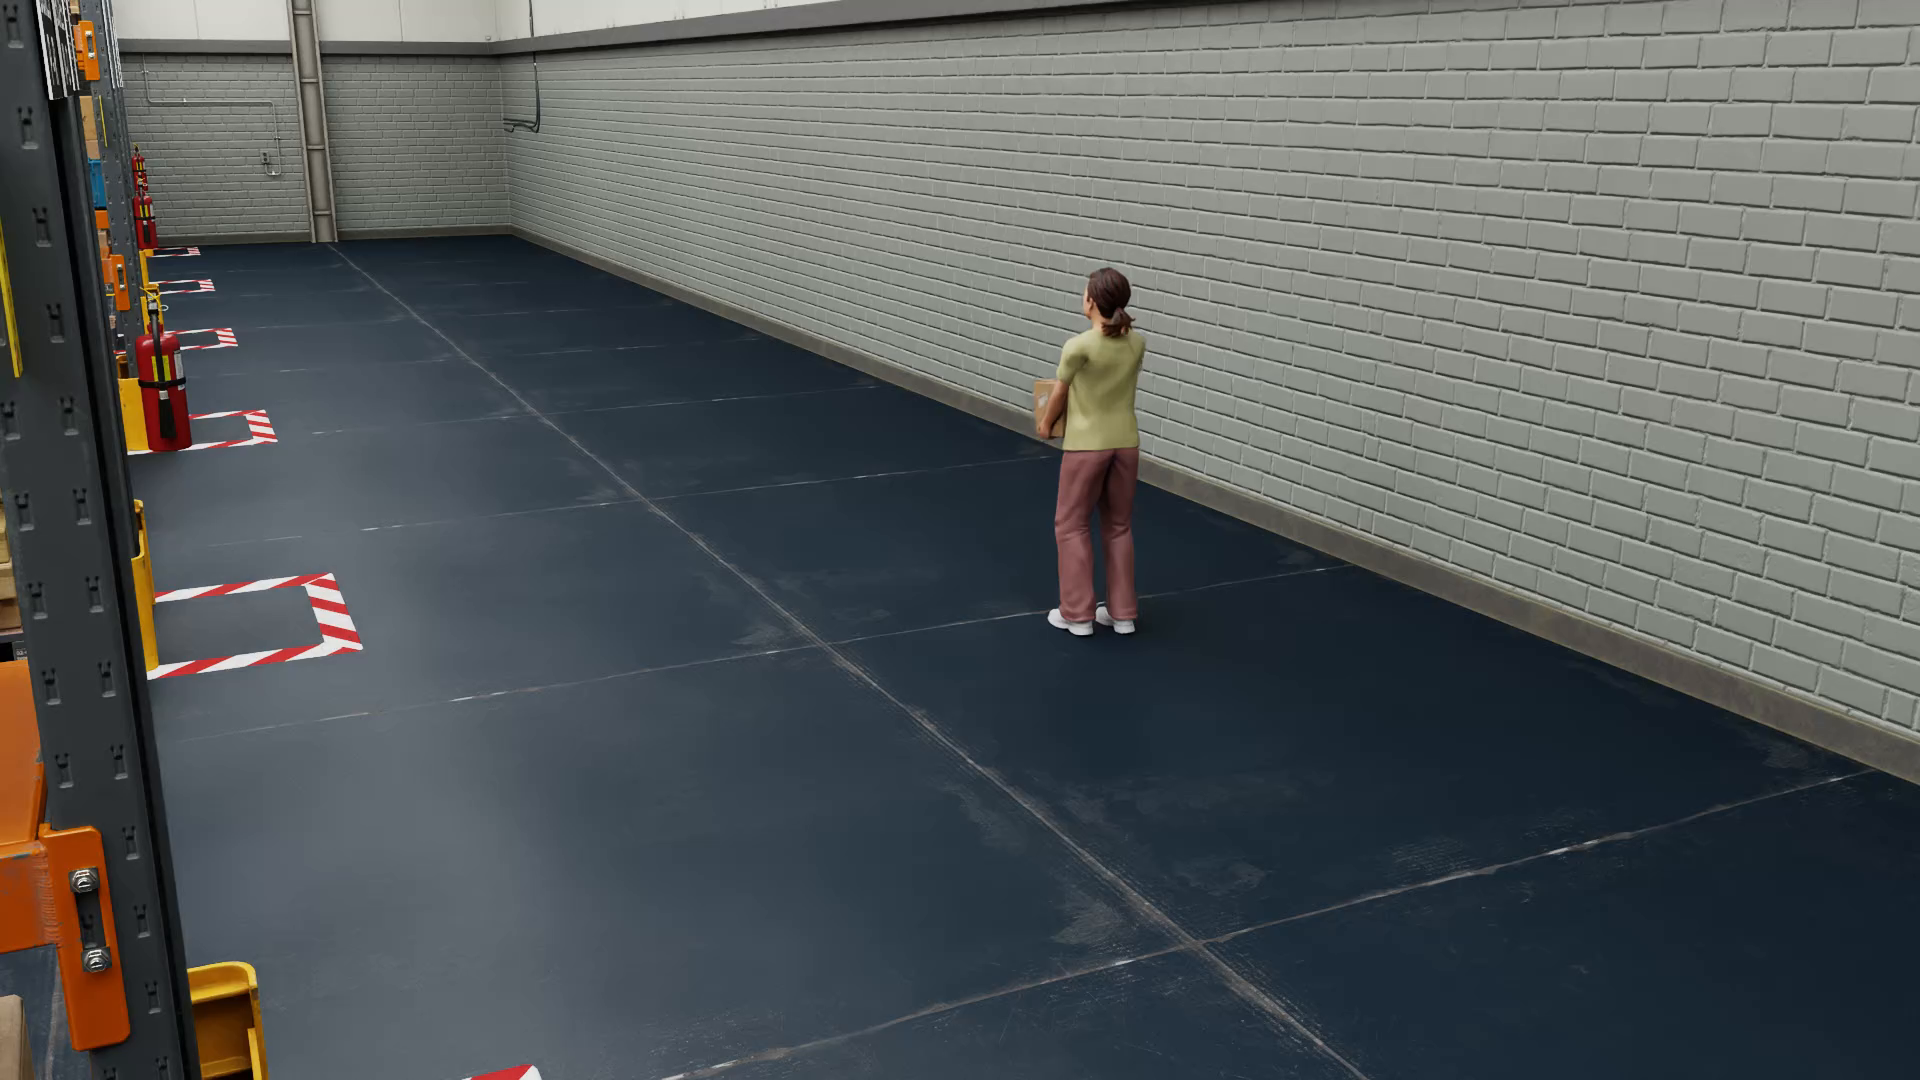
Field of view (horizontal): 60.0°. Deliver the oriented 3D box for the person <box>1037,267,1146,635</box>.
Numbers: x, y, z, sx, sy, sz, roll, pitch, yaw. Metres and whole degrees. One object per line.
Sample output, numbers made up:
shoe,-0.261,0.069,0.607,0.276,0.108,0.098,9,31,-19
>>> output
person,0.593,-0.397,7.498,0.420,1.668,0.538,-7,17,-25
